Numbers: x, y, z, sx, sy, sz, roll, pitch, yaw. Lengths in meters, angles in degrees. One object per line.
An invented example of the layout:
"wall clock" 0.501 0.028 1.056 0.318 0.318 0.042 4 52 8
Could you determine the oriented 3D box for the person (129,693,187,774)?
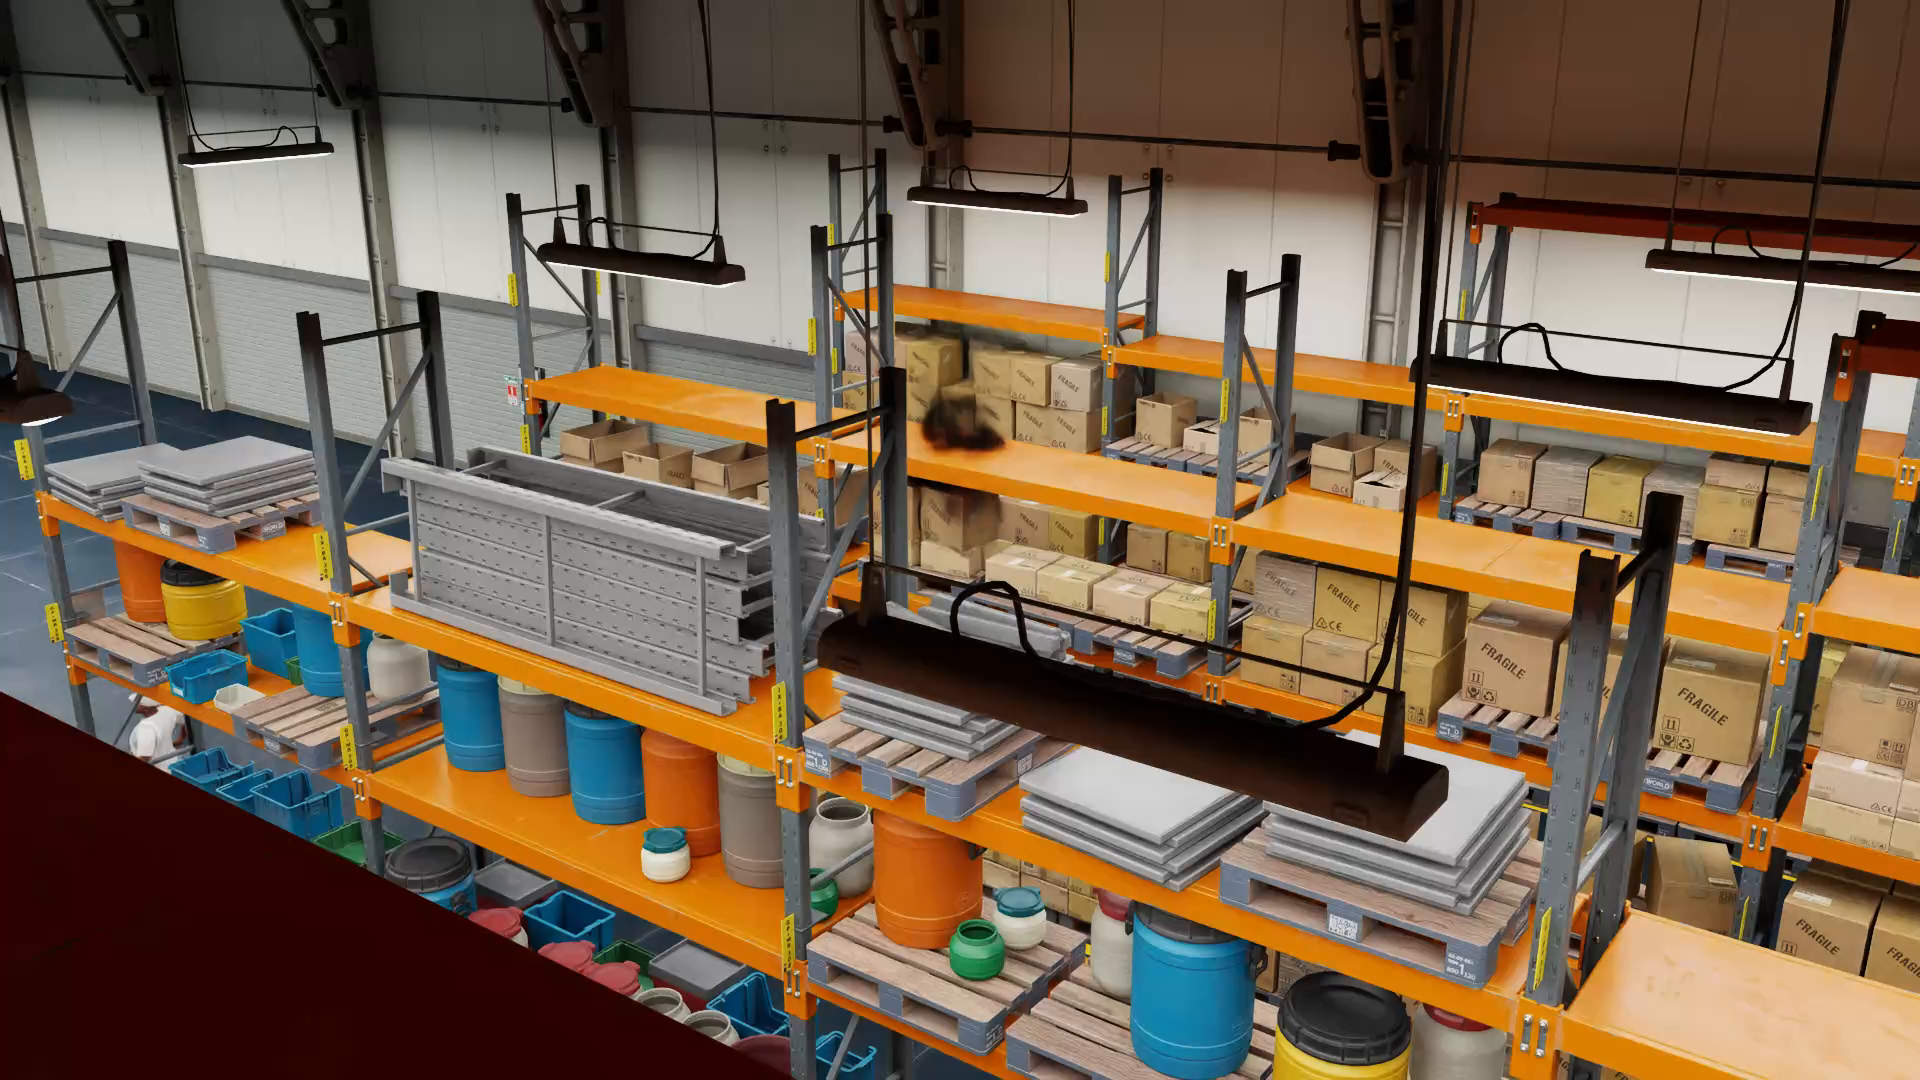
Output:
"person" -7.666 2.181 15.844 0.875 1.750 0.743 -2 19 -5
